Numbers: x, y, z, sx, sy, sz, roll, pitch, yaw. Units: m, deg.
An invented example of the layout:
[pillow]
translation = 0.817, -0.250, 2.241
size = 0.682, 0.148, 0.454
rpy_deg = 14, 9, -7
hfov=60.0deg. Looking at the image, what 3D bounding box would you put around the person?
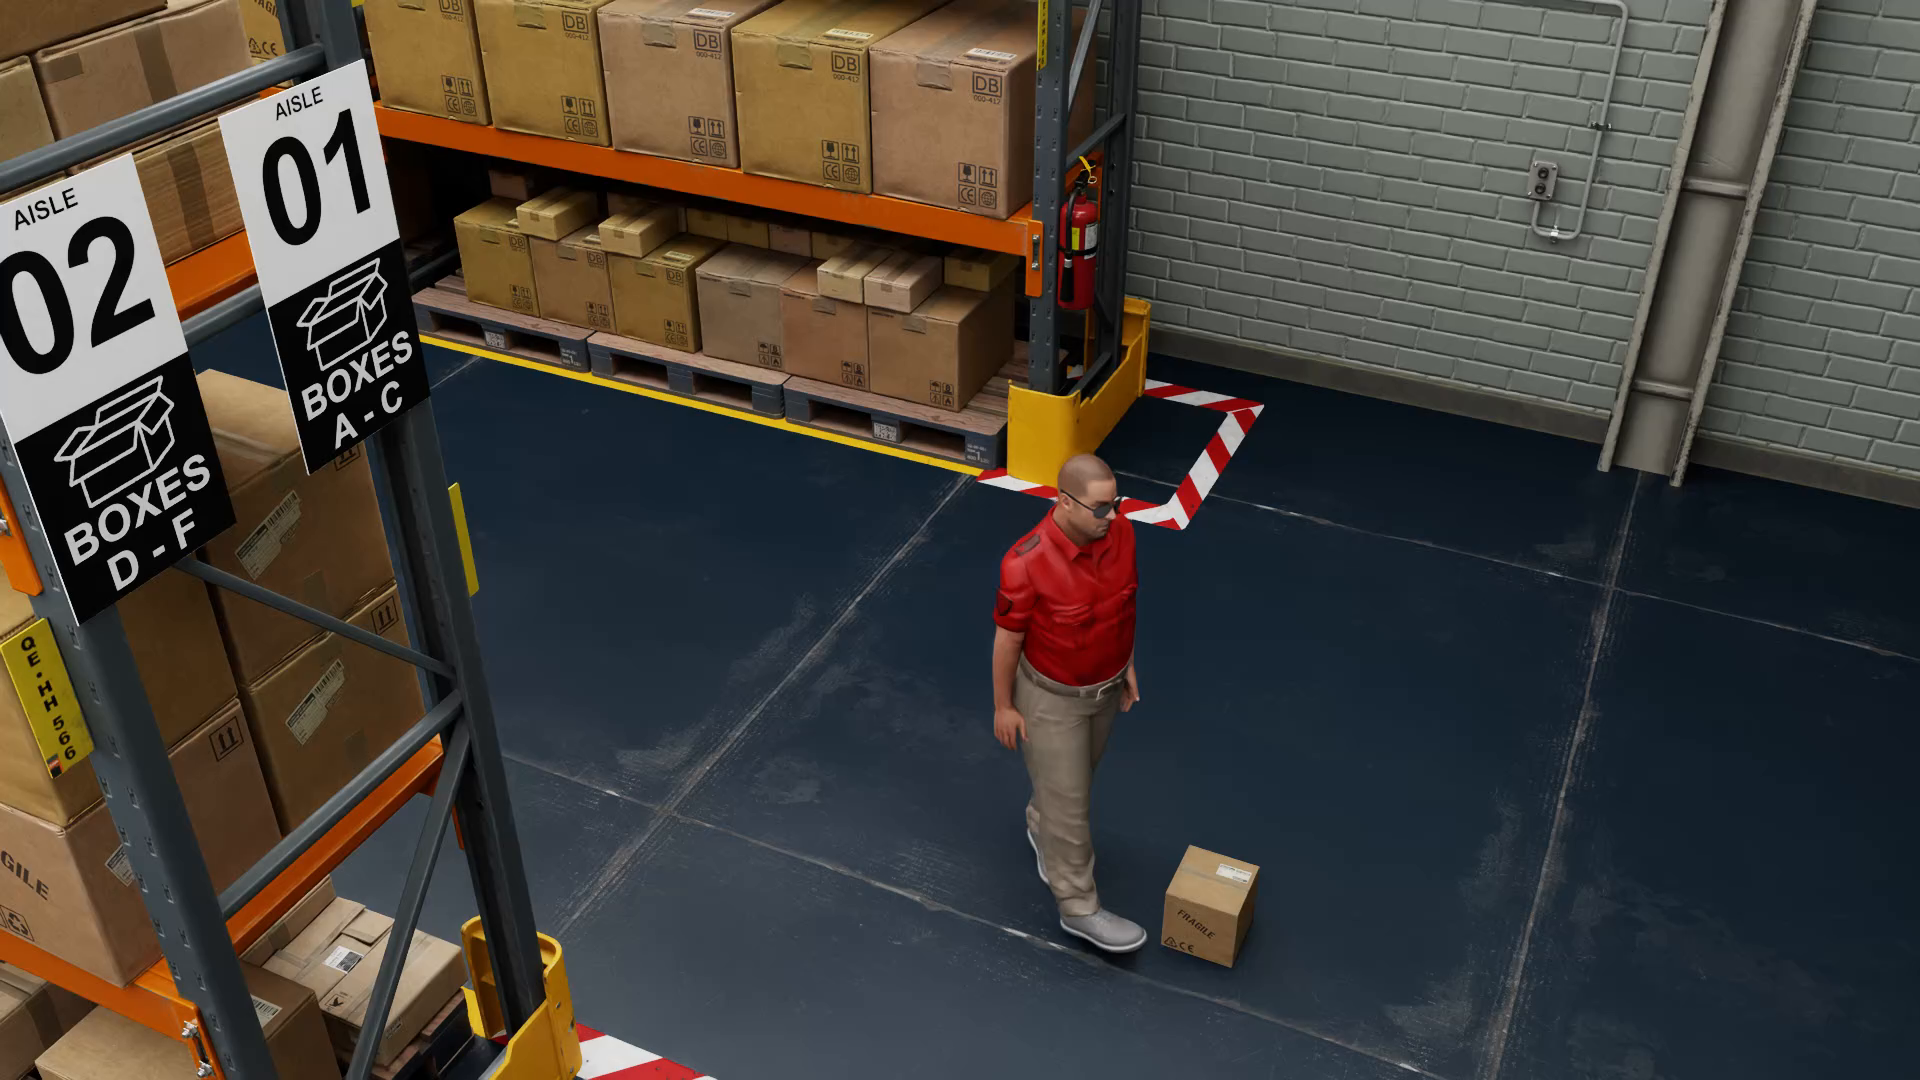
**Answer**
[person]
translation = 0.436, 0.528, 5.349
size = 0.540, 1.715, 0.703
rpy_deg = -25, 41, -32
